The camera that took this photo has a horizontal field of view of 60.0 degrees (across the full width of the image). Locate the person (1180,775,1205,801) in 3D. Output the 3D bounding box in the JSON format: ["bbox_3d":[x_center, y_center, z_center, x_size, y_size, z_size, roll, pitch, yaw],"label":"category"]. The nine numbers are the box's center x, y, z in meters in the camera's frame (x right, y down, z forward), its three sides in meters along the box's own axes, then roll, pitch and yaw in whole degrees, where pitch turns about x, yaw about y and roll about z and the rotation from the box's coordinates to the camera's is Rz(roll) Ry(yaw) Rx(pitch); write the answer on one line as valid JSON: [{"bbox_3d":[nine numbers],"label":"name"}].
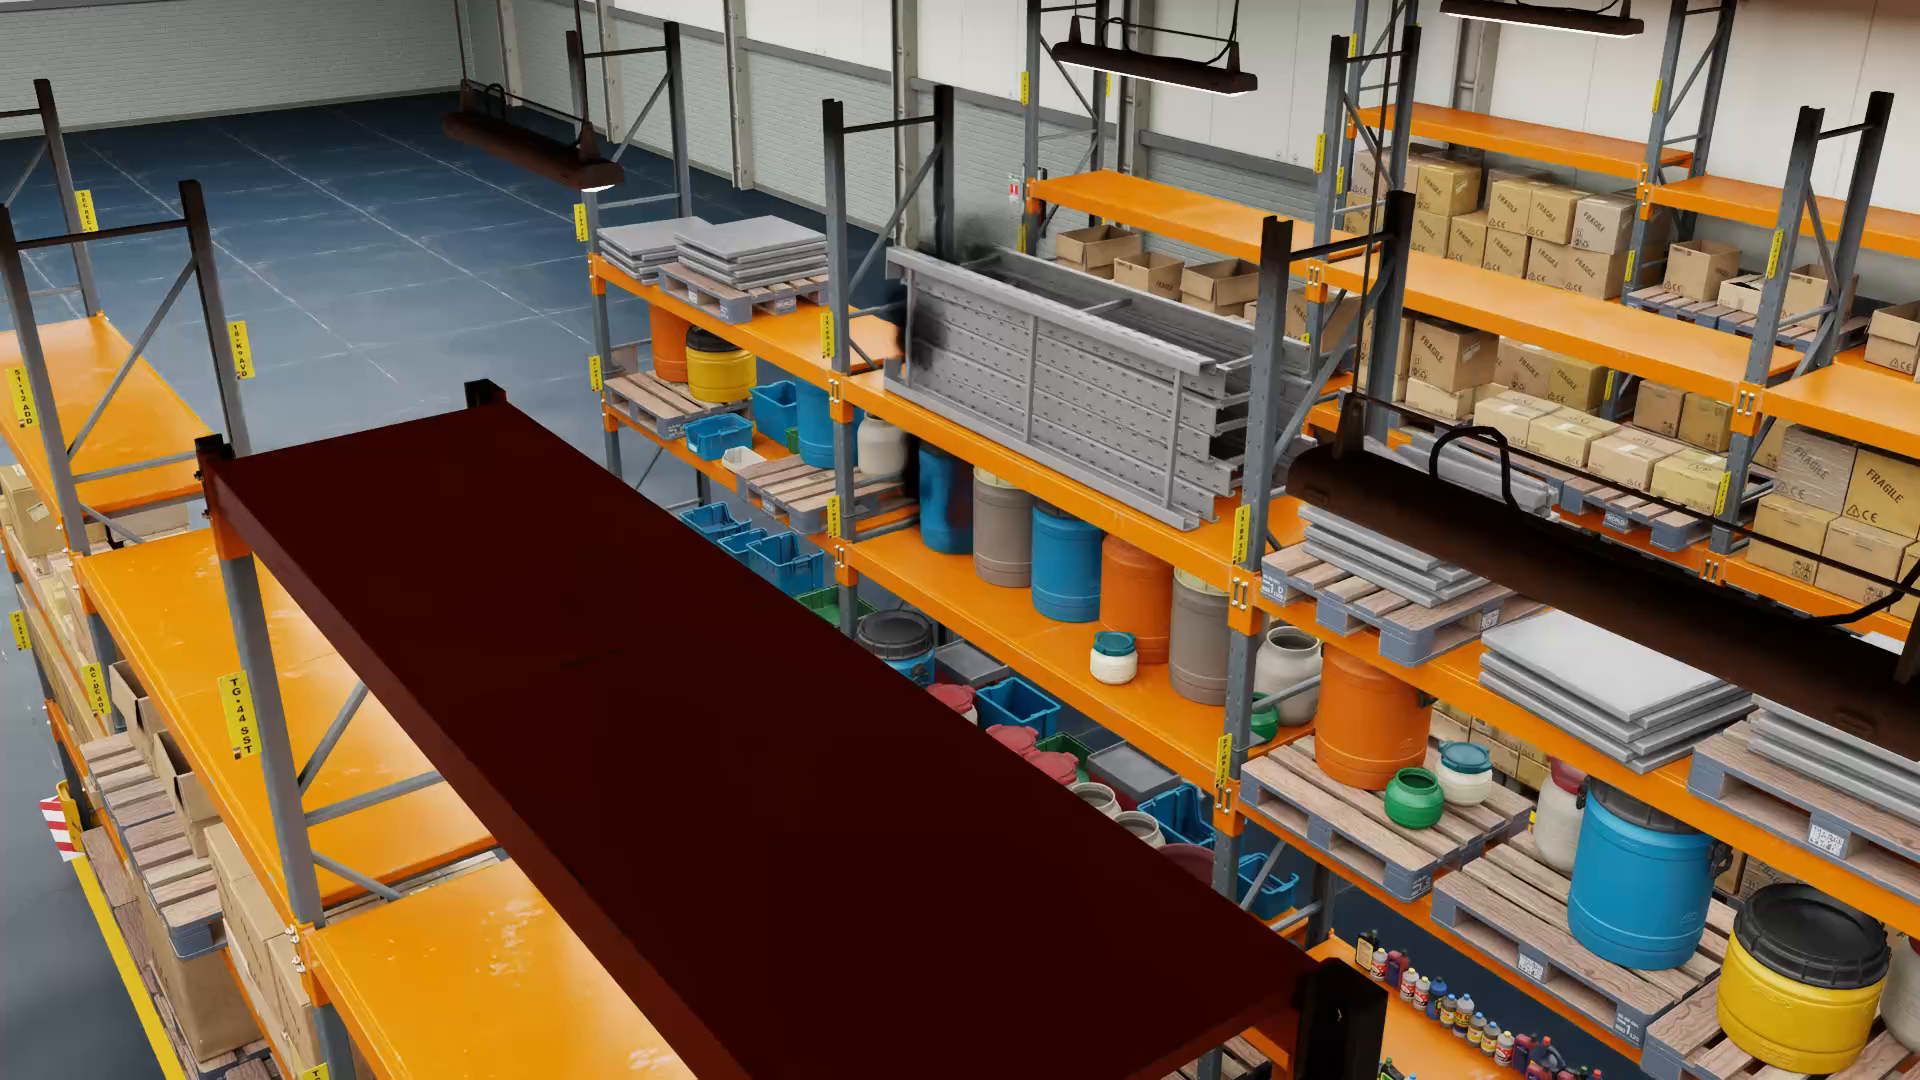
[{"bbox_3d":[1.623,1.540,13.629,0.890,1.669,0.618,22,33,39],"label":"person"}]
